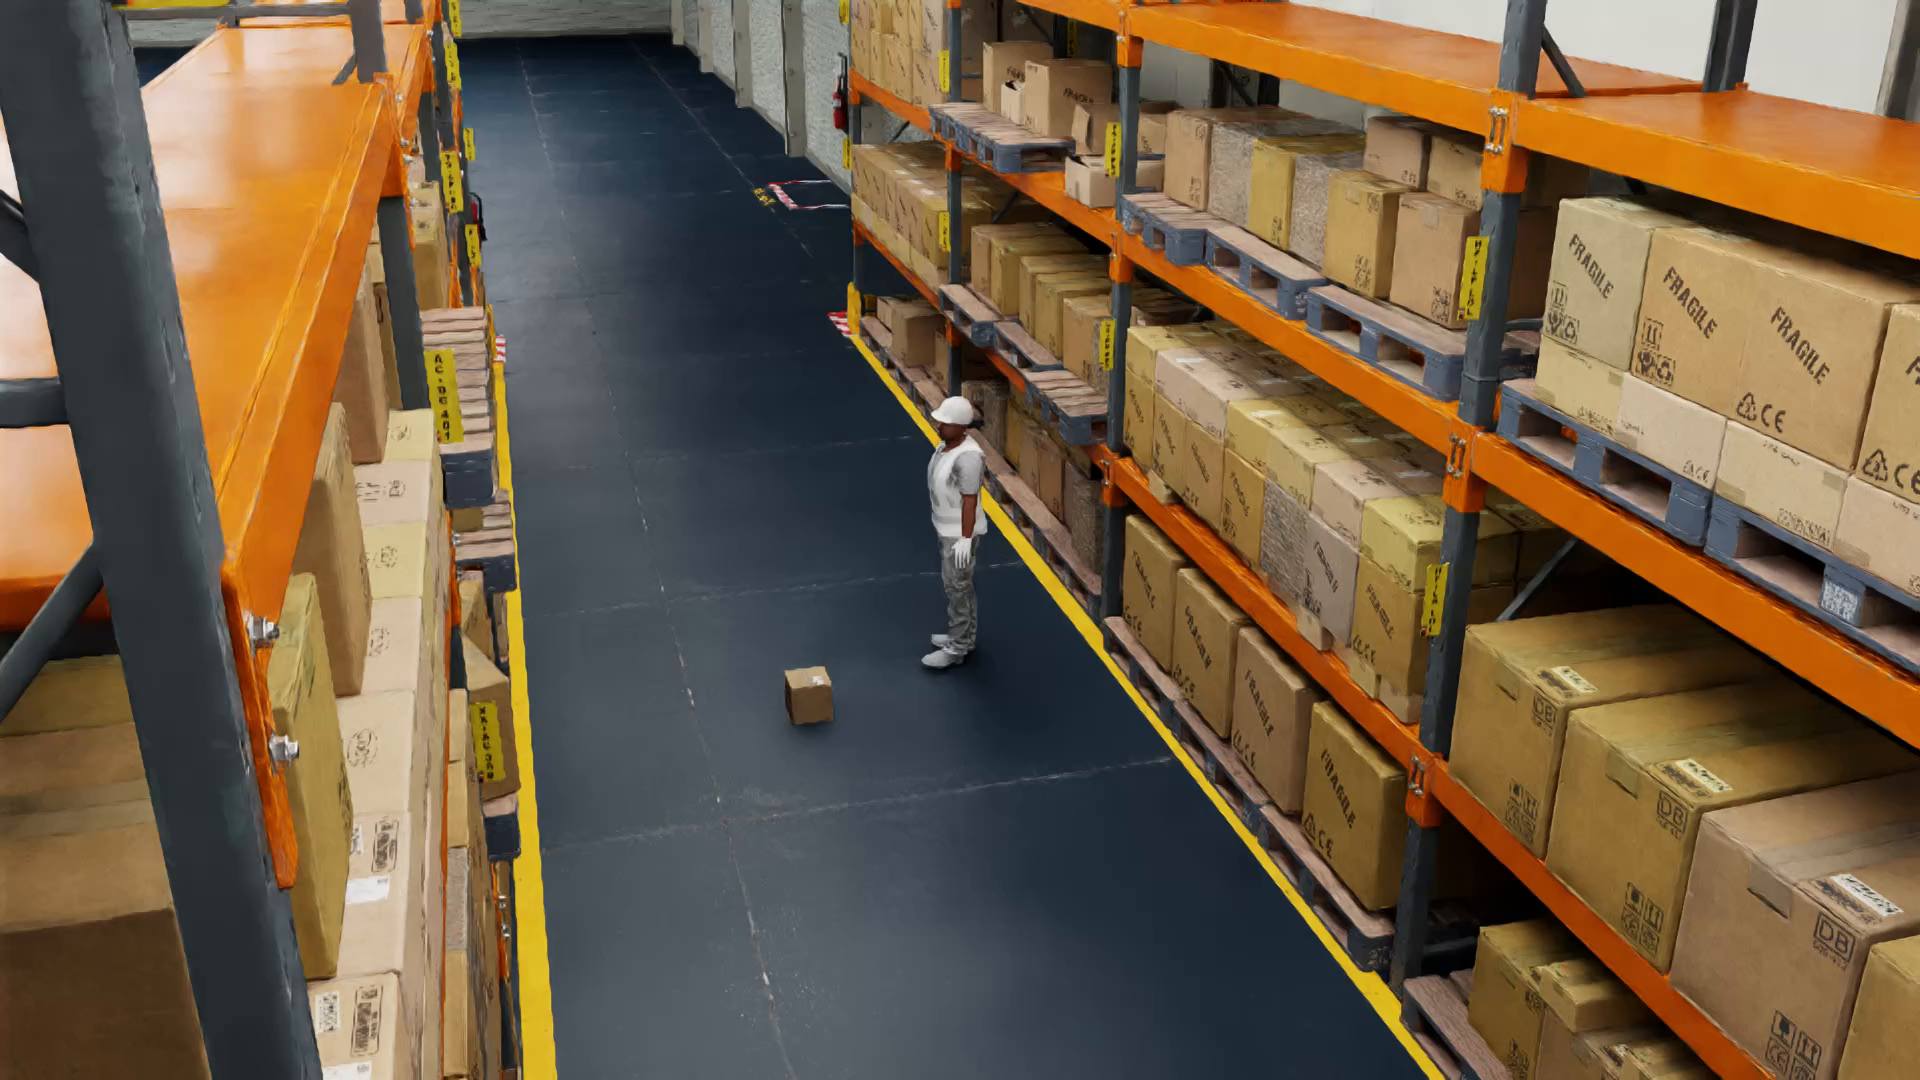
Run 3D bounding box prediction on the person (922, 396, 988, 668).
[{"bbox_3d":[-0.070,-0.066,10.679,0.452,1.784,0.671,-6,23,-13],"label":"person"}]
